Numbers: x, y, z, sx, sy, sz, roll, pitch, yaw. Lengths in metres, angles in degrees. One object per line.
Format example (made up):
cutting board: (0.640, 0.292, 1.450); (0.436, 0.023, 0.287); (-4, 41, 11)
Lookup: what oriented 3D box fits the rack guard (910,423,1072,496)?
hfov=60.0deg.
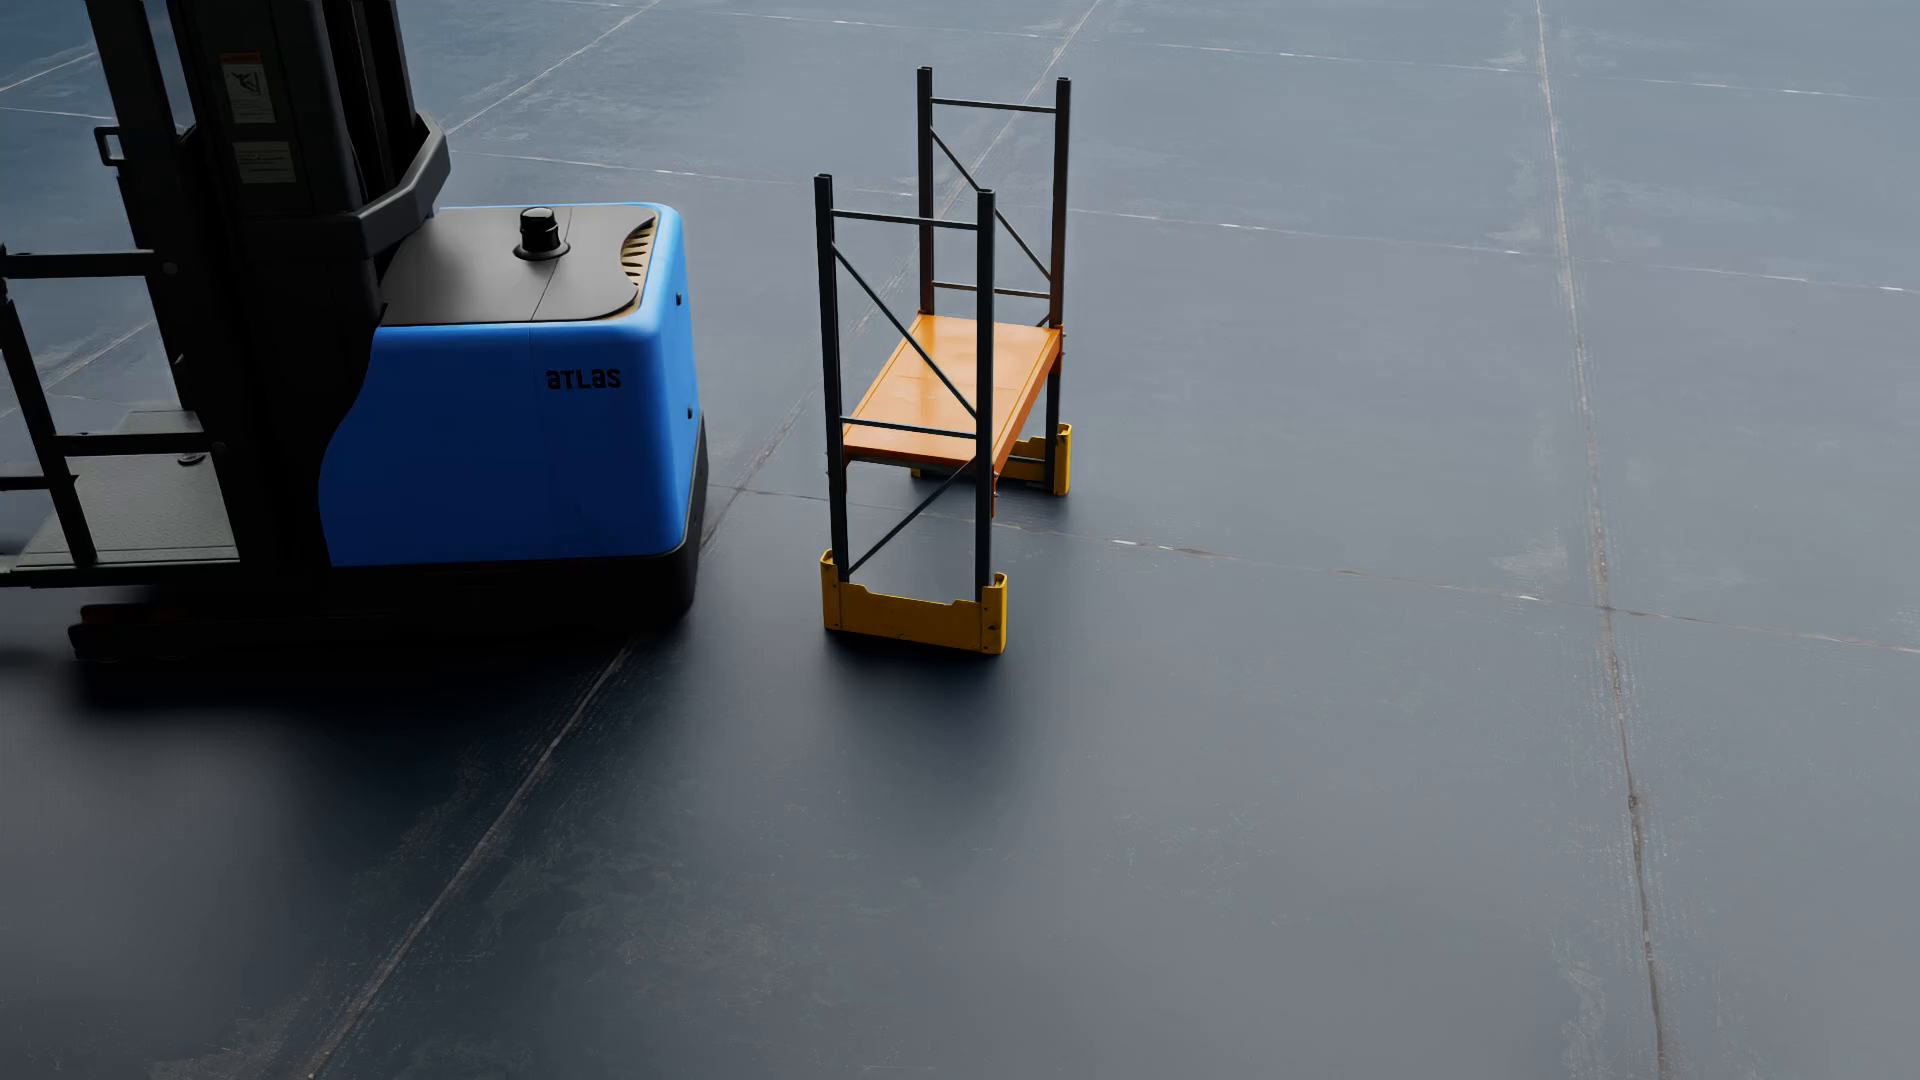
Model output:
rack guard: (0.107, -0.324, 6.027); (0.587, 0.250, 0.087); (8, 33, 12)

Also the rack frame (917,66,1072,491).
rack frame: (0.107, -0.852, 5.693); (0.500, 1.500, 0.032); (8, 33, 12)

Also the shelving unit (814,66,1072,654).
shelving unit: (-0.019, -0.593, 5.285); (0.587, 1.500, 1.083); (8, 33, 12)

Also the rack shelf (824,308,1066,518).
rack shelf: (-0.022, -0.437, 5.374); (0.538, 0.185, 1.000); (8, 33, 12)

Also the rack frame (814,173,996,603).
rack frame: (-0.151, -0.325, 4.863); (0.500, 1.500, 0.032); (8, 33, 12)

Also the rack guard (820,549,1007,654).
rack guard: (-0.146, 0.192, 5.214); (0.587, 0.250, 0.087); (8, 33, 12)

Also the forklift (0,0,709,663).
forklift: (-2.392, -1.150, 4.826); (3.031, 2.935, 1.130); (-2, 33, -3)
